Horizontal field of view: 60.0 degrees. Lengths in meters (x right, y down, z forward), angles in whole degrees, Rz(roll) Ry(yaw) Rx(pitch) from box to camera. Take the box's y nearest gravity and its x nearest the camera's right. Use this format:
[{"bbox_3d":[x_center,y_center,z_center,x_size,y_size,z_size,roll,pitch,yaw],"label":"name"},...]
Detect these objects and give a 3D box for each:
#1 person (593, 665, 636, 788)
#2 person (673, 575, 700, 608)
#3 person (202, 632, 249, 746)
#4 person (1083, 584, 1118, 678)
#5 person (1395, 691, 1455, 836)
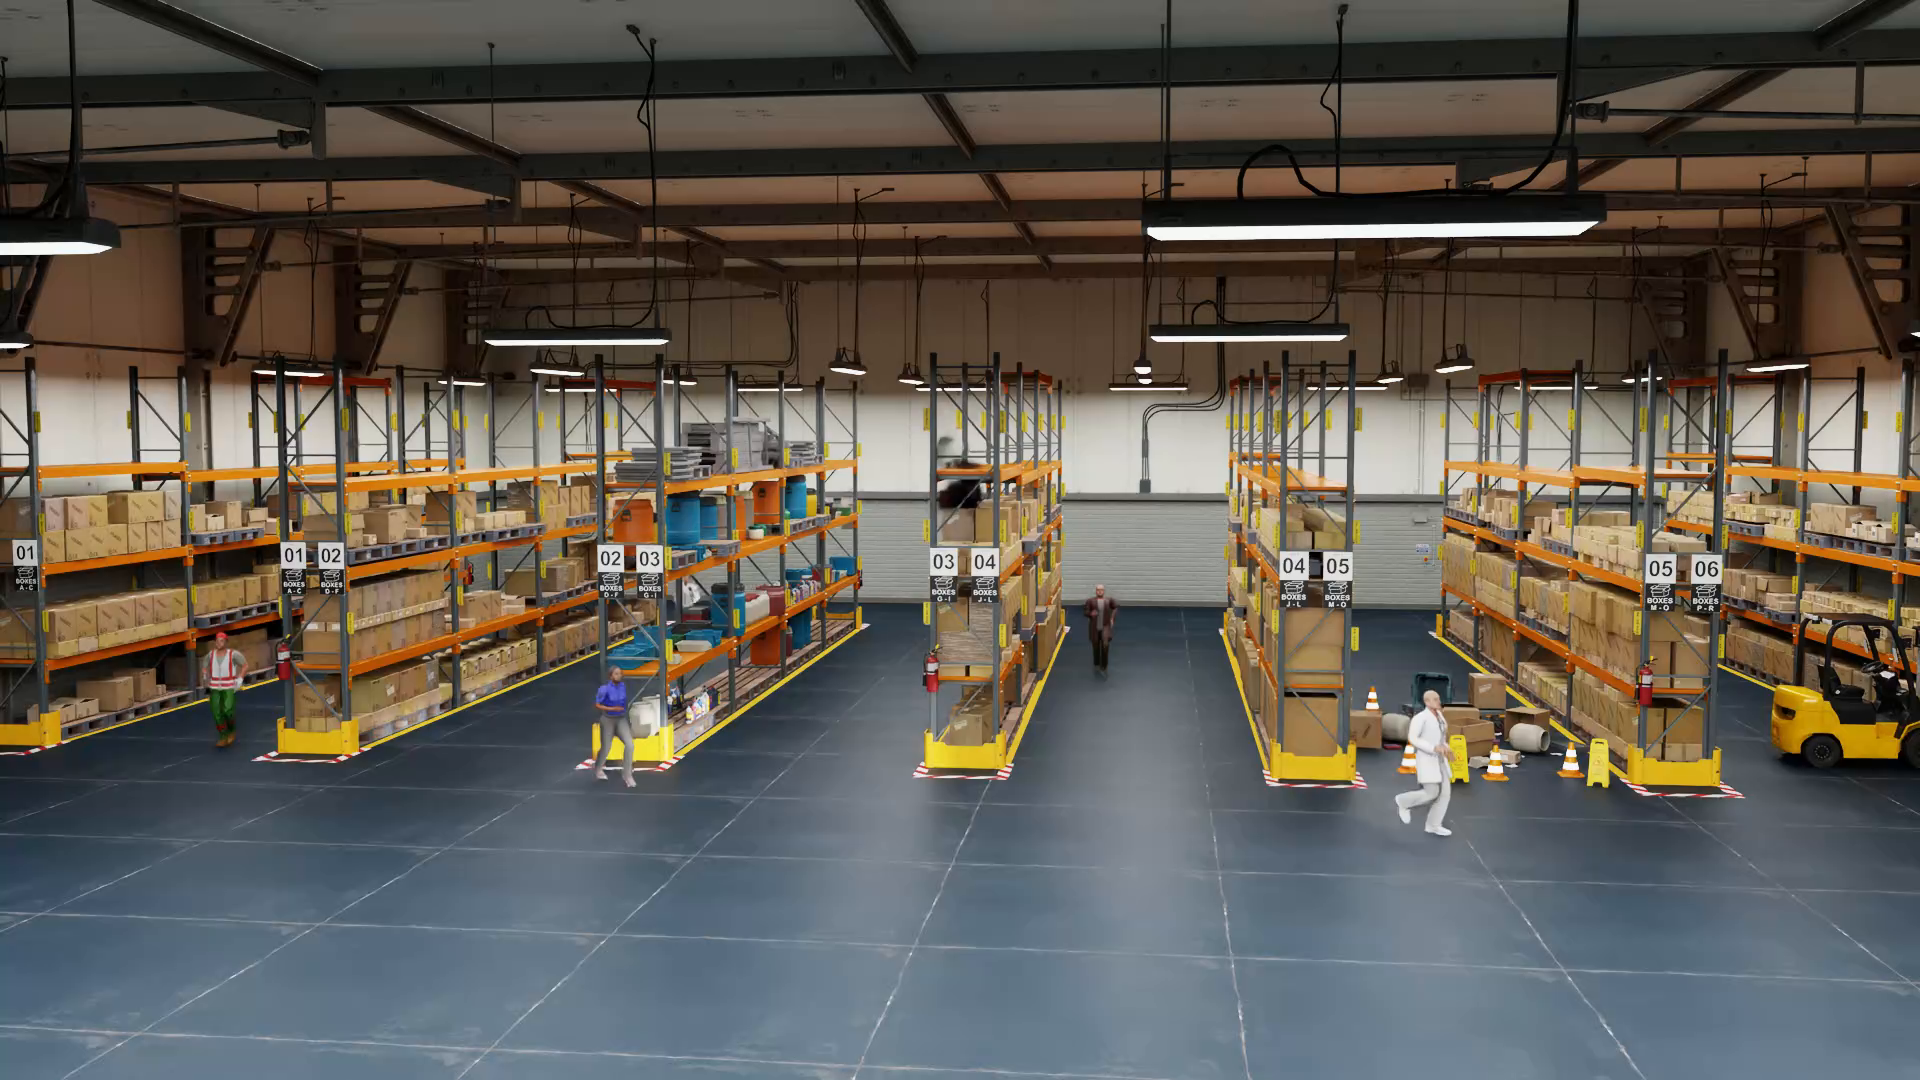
[{"bbox_3d":[-4.805,2.563,22.982,0.601,1.688,0.826,-4,6,-43],"label":"person"},{"bbox_3d":[-6.169,1.524,37.493,0.606,1.654,0.599,0,4,1],"label":"person"},{"bbox_3d":[-11.354,2.305,25.592,0.655,1.760,0.556,0,4,-7],"label":"person"},{"bbox_3d":[2.768,1.804,32.855,0.685,1.829,0.793,0,4,6],"label":"person"},{"bbox_3d":[5.705,2.696,20.283,0.709,1.737,0.757,-4,5,-41],"label":"person"}]
